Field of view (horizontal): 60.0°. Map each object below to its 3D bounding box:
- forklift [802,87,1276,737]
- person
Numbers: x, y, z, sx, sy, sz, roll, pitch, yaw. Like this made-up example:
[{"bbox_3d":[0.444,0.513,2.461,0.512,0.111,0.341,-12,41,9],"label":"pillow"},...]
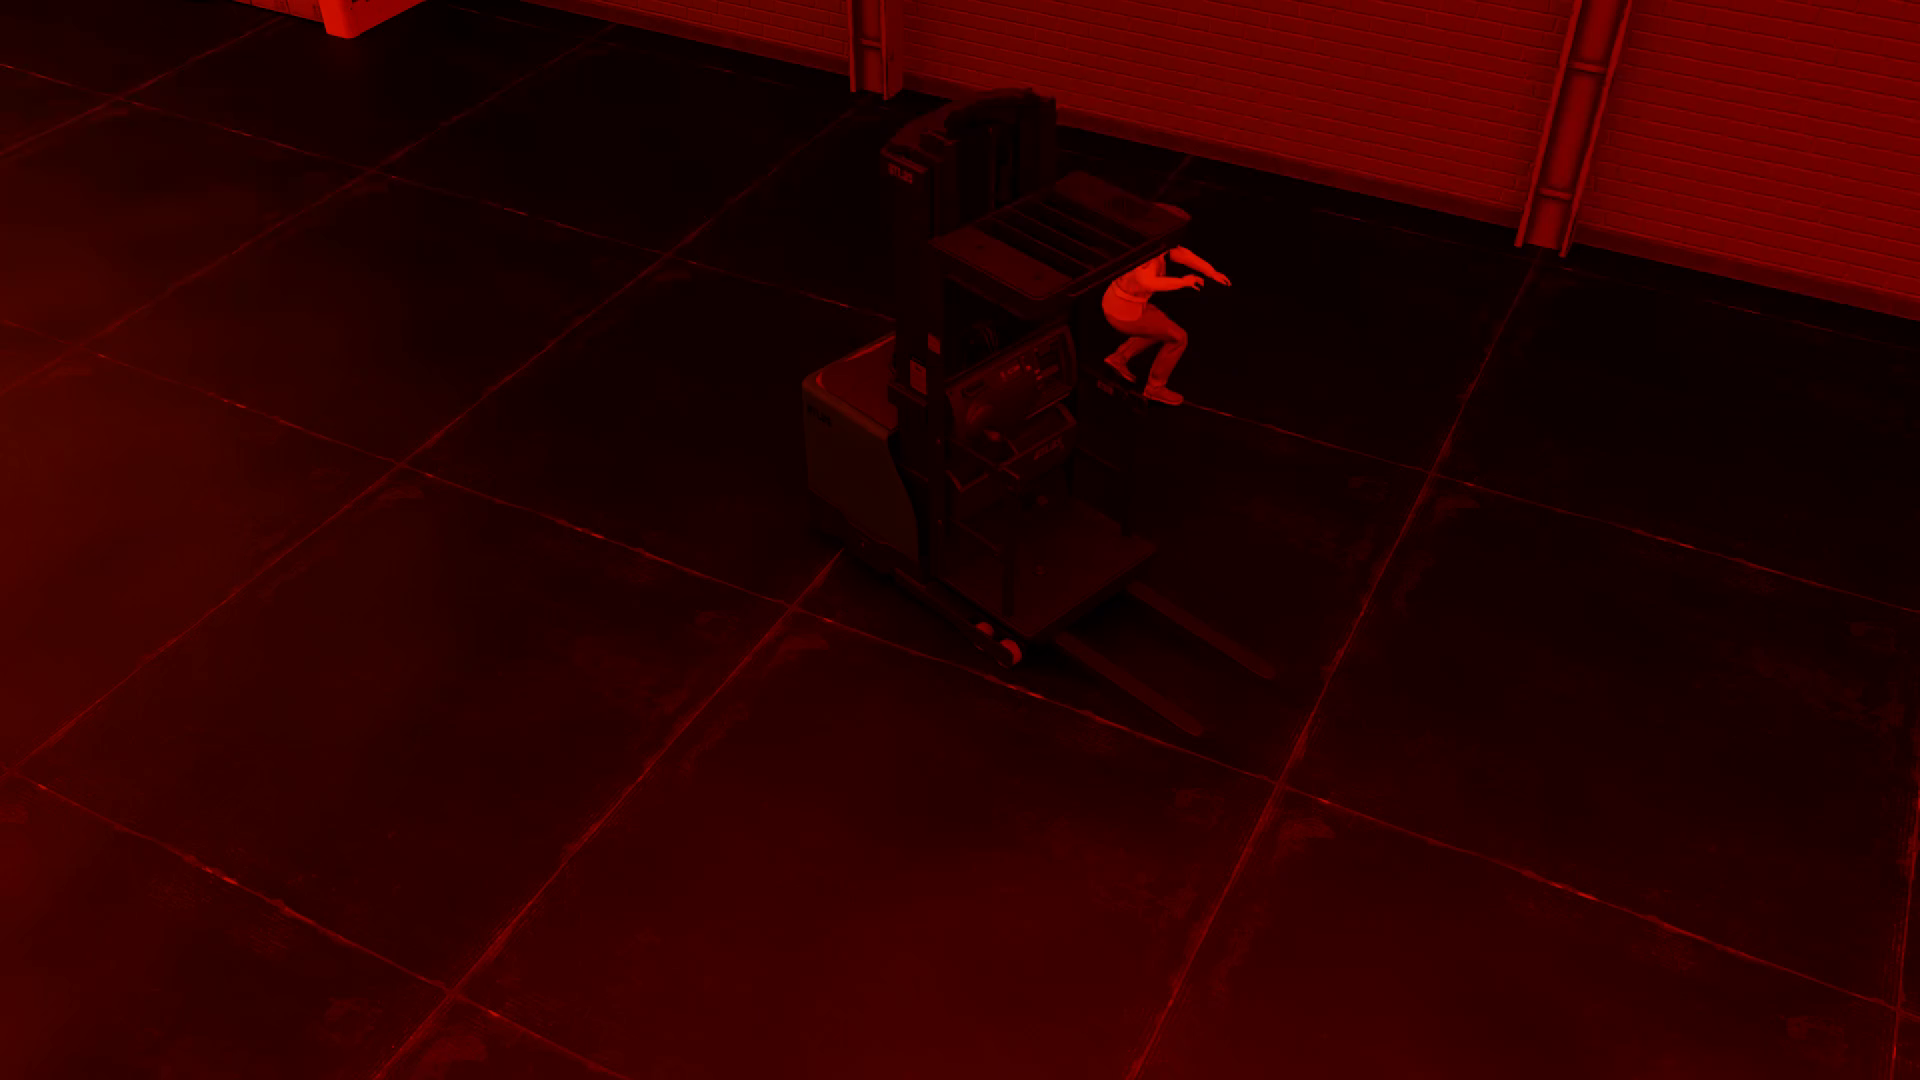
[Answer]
[{"bbox_3d":[0.437,-0.776,8.908,1.130,2.935,3.031,-32,49,-32],"label":"forklift"},{"bbox_3d":[1.396,-1.557,11.028,0.906,1.394,0.729,-2,40,-3],"label":"person"}]
